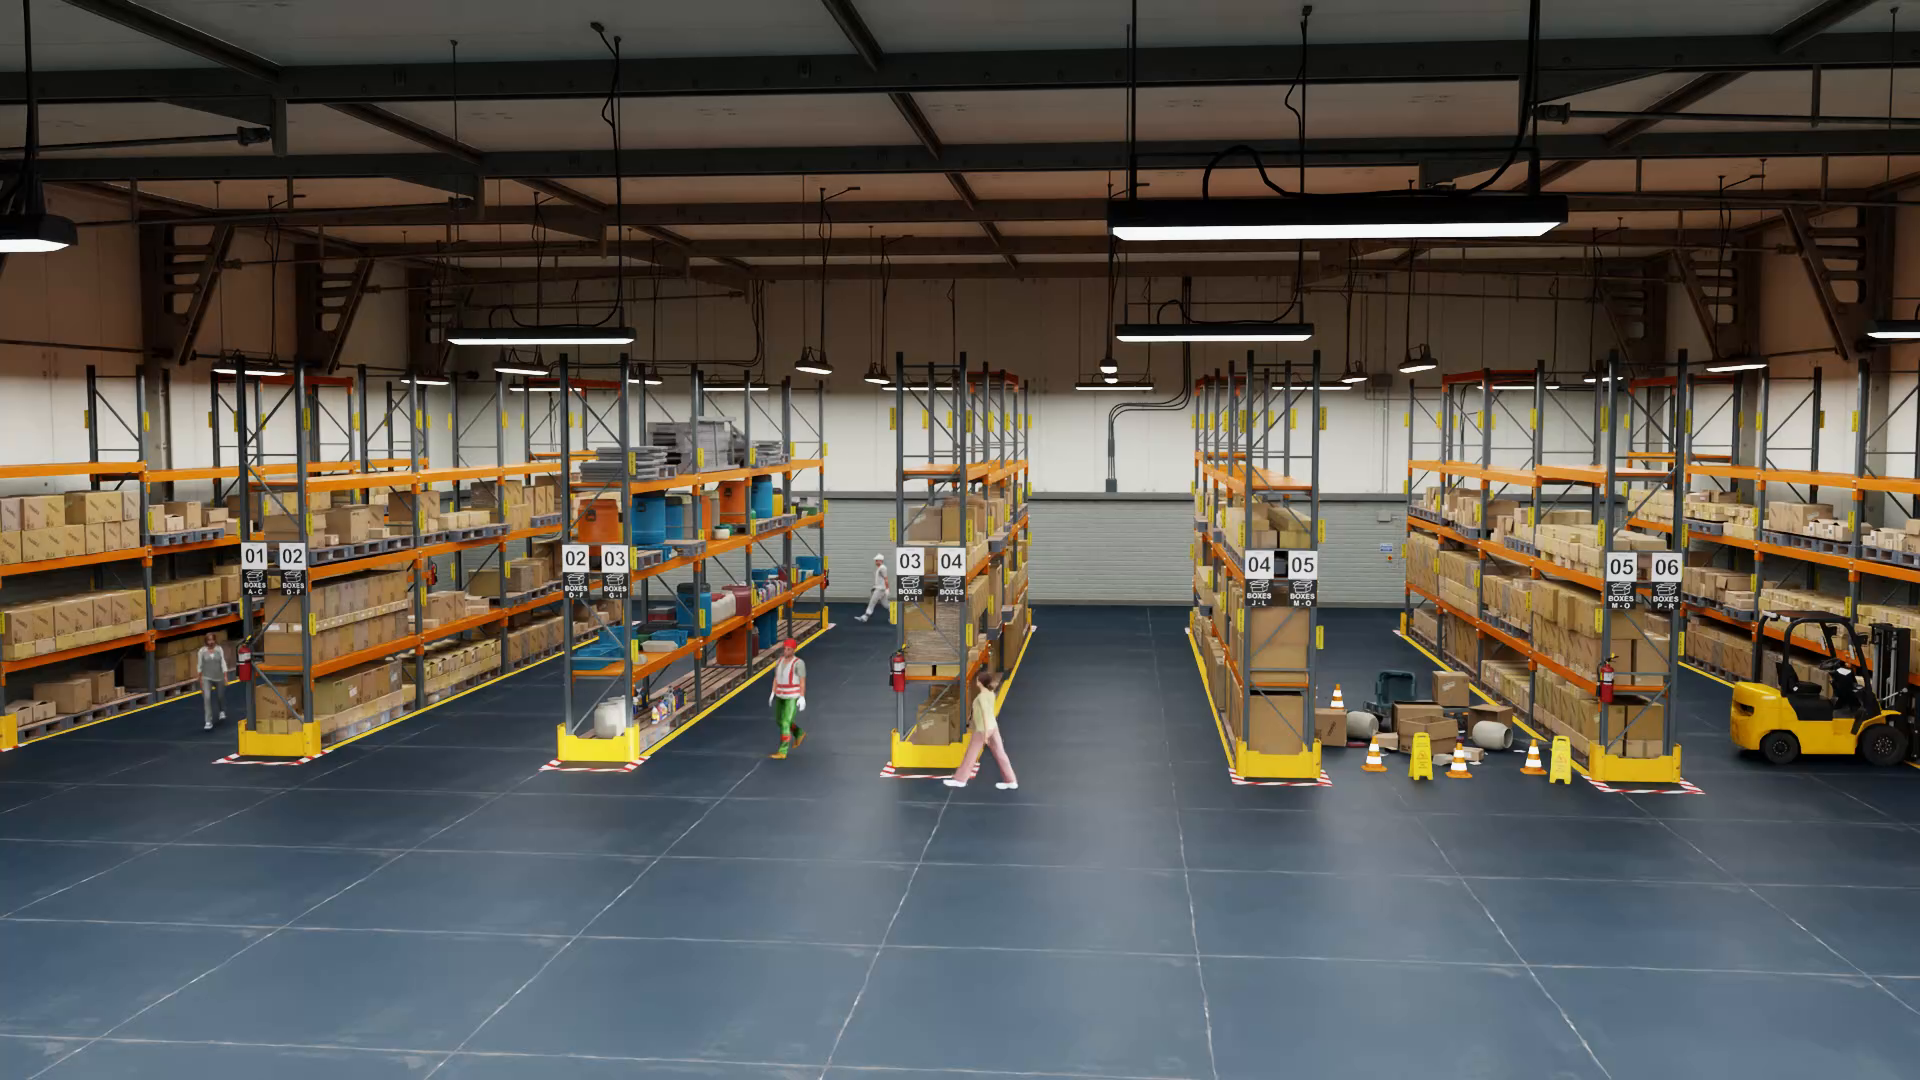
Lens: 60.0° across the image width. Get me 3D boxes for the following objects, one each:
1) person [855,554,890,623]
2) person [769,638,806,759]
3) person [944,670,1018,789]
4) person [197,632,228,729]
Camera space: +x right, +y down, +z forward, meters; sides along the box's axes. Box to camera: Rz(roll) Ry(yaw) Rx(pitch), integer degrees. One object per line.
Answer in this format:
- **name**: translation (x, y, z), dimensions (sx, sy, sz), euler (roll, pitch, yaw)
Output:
- **person**: translation (-2.049, 1.210, 41.309), dimensions (1.146, 1.706, 0.510), euler (0, 4, -5)
- **person**: translation (-2.563, 2.344, 24.851), dimensions (0.604, 1.771, 0.879), euler (3, 5, 37)
- **person**: translation (0.298, 2.569, 22.610), dimensions (1.024, 1.593, 0.491), euler (2, 4, 21)
- **person**: translation (-12.258, 2.270, 27.290), dimensions (0.472, 1.539, 0.980), euler (-1, 4, -19)
